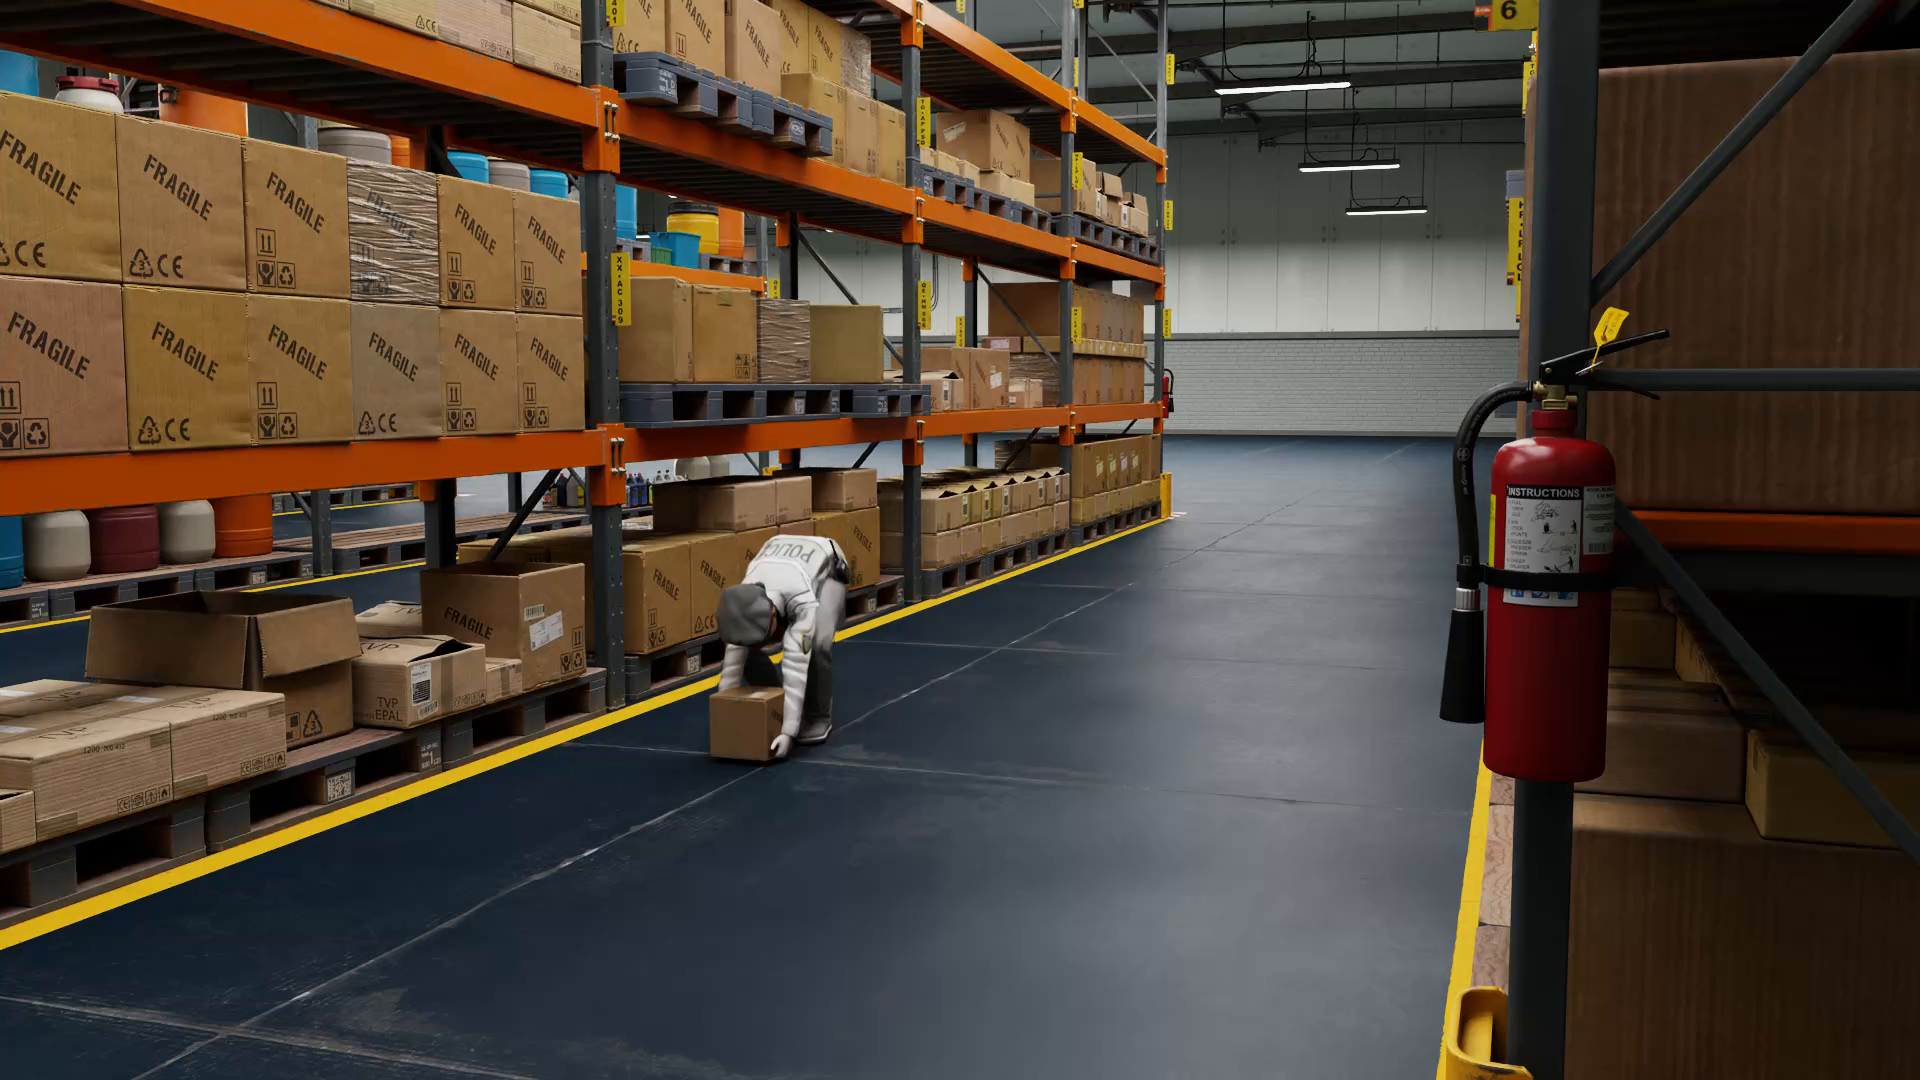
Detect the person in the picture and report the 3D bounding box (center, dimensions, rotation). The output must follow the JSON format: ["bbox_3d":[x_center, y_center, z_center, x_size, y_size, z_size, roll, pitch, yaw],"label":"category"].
[{"bbox_3d":[-0.747,0.429,6.968,0.451,0.861,0.882,2,6,16],"label":"person"}]
